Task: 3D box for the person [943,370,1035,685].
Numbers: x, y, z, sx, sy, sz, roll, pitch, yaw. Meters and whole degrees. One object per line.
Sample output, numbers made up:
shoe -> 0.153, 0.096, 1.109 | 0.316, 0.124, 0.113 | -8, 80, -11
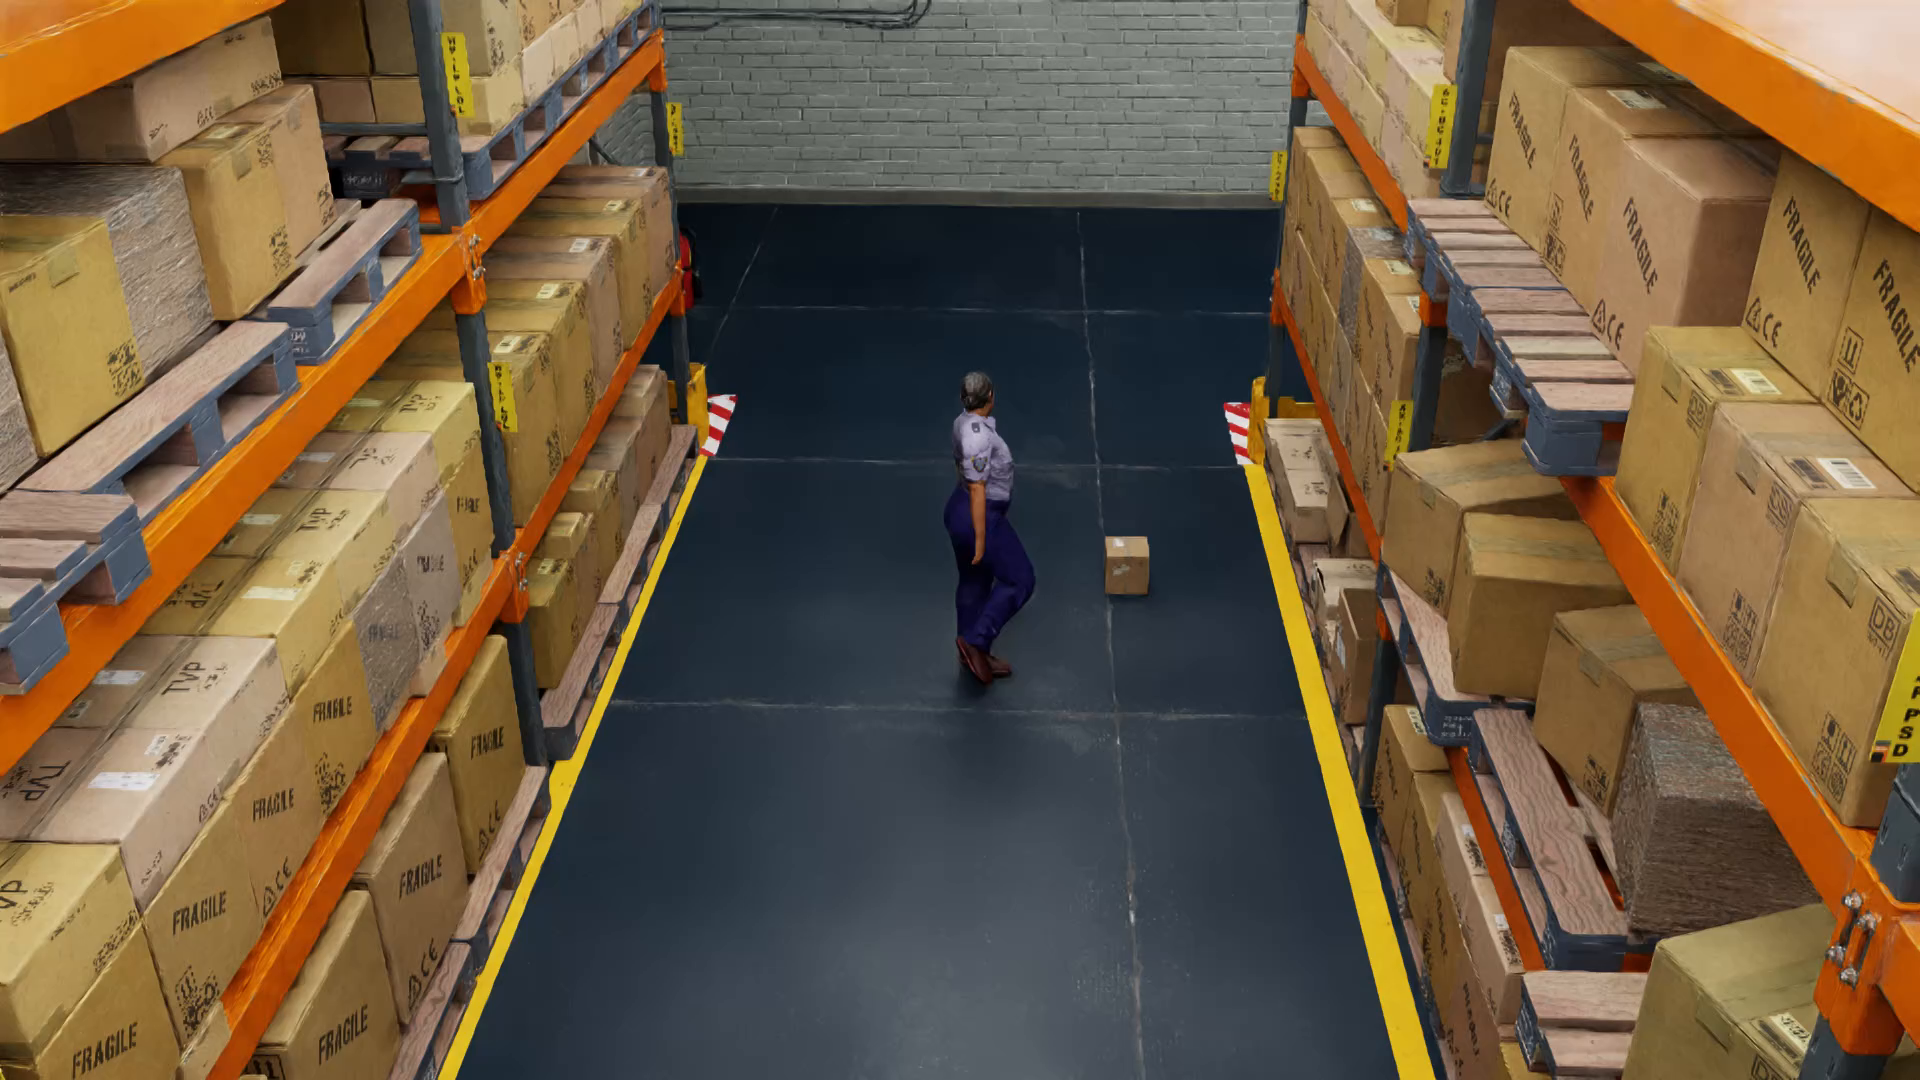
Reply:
person -> 0.154, -0.059, 8.738 | 0.453, 1.643, 0.694 | -3, 28, -6
